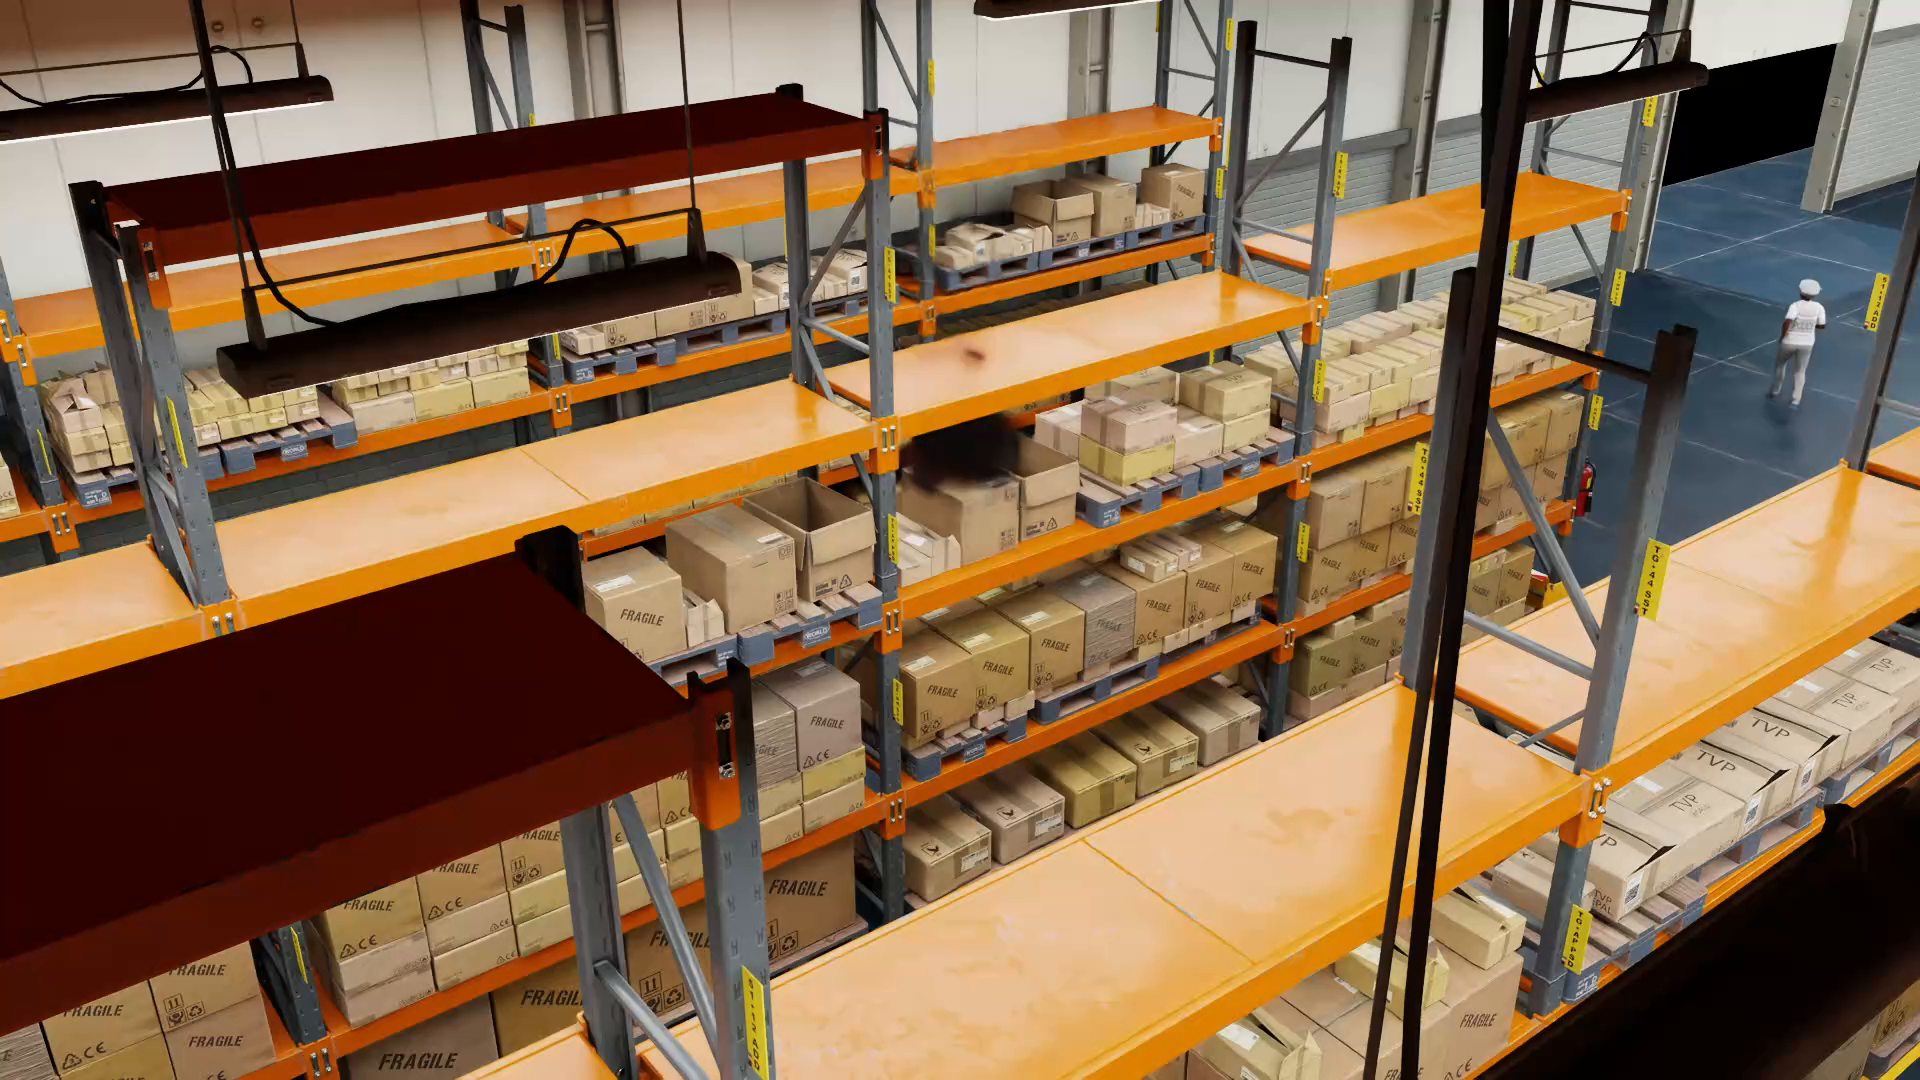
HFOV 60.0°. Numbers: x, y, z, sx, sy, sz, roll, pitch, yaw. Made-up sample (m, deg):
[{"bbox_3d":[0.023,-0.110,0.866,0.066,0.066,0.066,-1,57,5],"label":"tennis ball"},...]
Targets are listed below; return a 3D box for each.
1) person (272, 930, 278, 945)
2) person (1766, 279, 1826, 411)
[{"bbox_3d":[-4.844,2.405,11.216,0.828,1.837,0.651,-18,31,-32],"label":"person"},{"bbox_3d":[10.694,-2.447,21.216,0.543,1.735,1.033,8,27,16],"label":"person"}]
